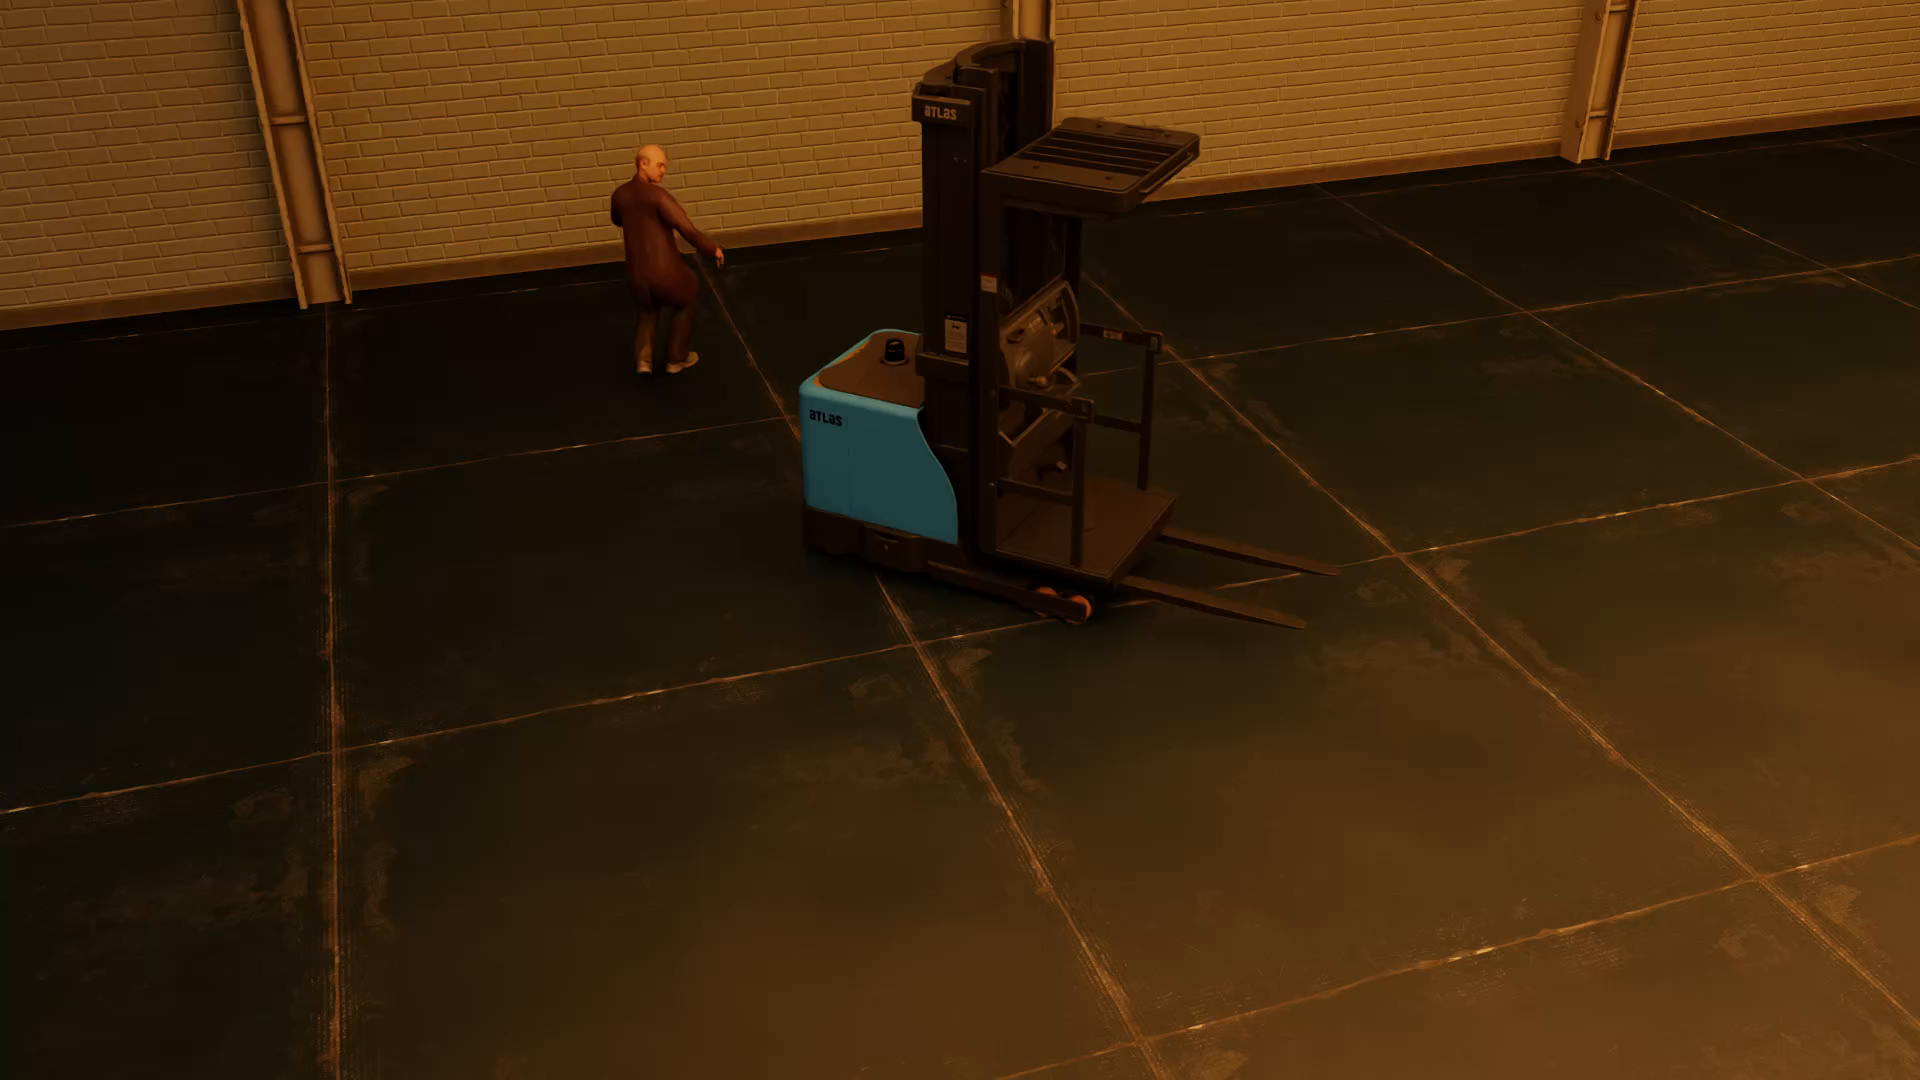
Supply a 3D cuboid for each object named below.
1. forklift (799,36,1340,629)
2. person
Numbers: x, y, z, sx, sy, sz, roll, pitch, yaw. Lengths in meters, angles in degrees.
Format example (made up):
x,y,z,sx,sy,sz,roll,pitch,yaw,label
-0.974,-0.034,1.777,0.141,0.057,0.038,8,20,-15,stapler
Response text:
x,y,z,sx,sy,sz,roll,pitch,yaw,label
0.620,-1.101,9.000,3.031,2.935,1.130,14,33,23,forklift
-2.075,-1.979,11.793,0.876,1.671,0.797,12,32,19,person
